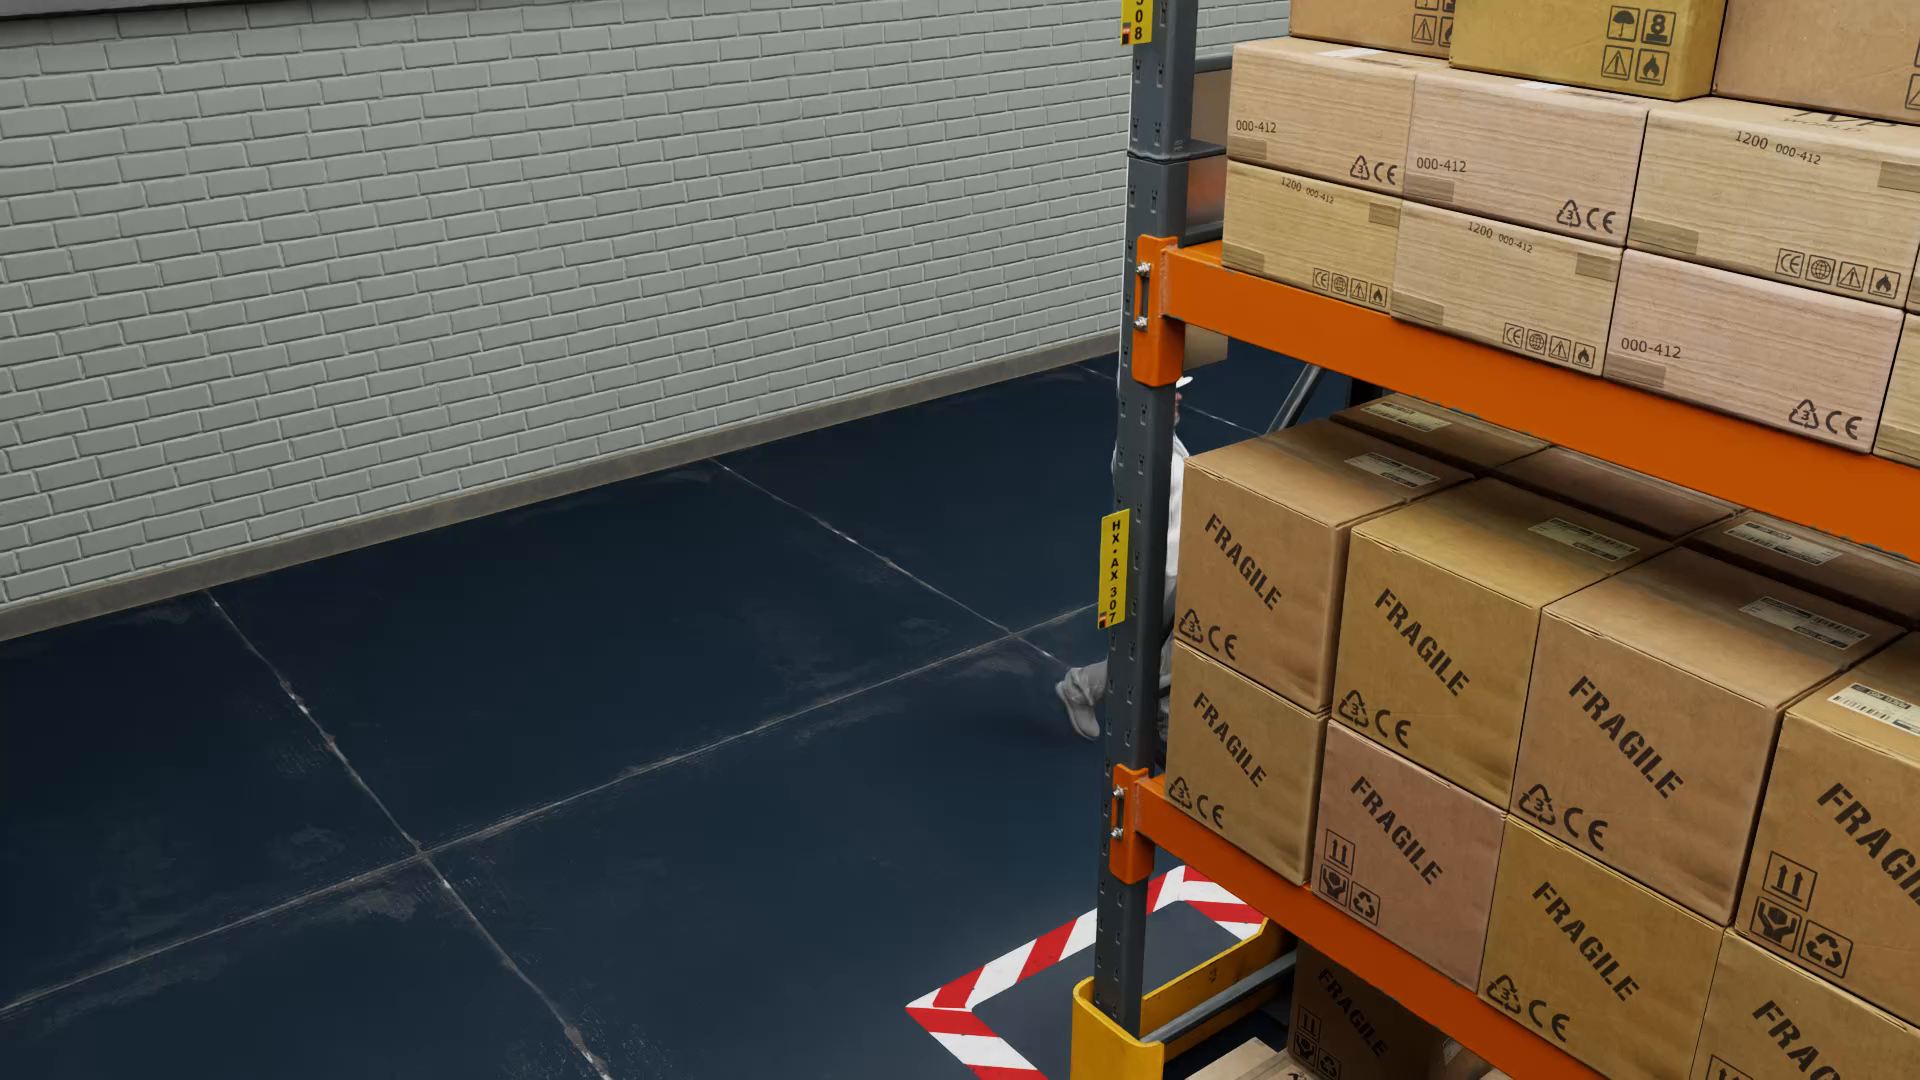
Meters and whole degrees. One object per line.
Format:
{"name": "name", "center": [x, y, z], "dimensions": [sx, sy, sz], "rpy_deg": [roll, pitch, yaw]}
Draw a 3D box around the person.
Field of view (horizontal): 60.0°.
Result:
{"name": "person", "center": [0.792, 0.079, 6.898], "dimensions": [0.733, 1.758, 0.554], "rpy_deg": [6, 25, 12]}
